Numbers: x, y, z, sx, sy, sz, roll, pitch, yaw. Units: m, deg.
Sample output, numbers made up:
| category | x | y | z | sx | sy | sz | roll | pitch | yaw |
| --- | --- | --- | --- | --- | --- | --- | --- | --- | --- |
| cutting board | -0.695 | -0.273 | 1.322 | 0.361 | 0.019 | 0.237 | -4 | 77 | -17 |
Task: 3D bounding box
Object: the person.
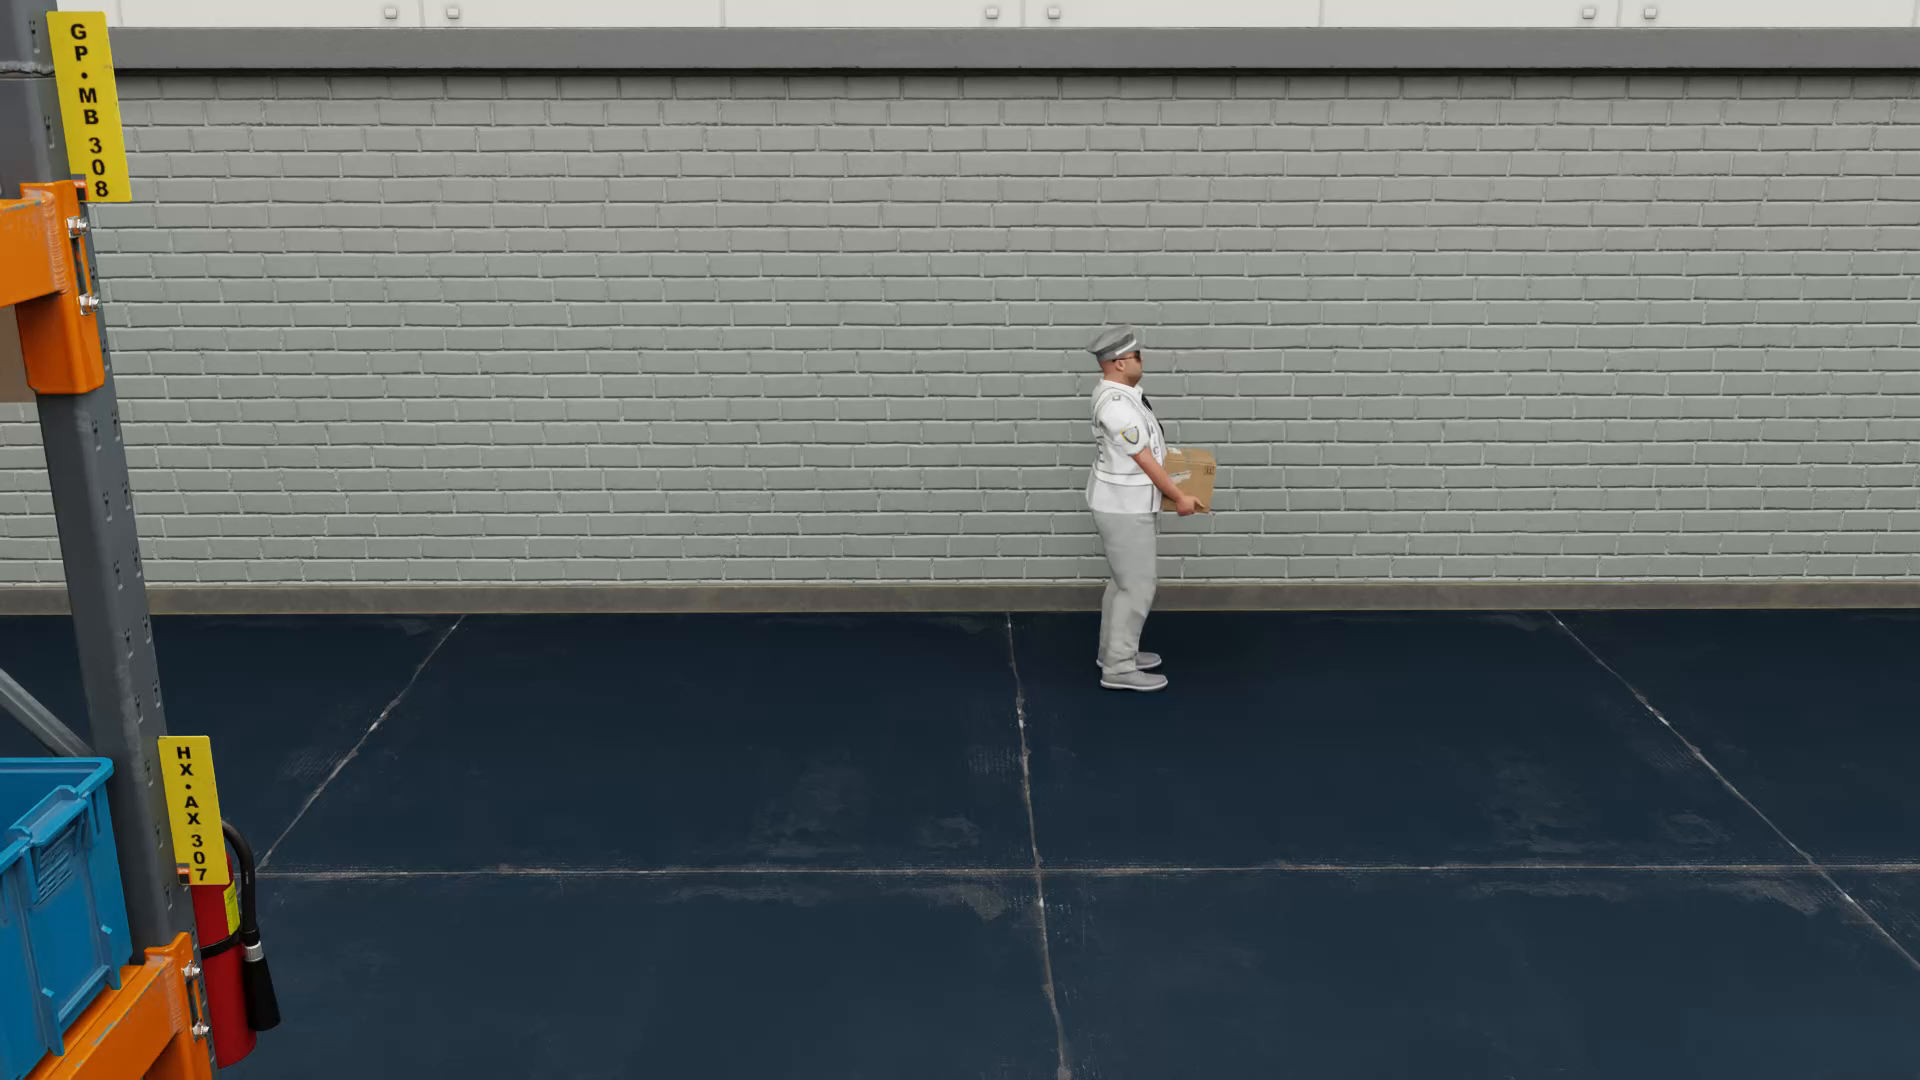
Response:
| category | x | y | z | sx | sy | sz | roll | pitch | yaw |
| --- | --- | --- | --- | --- | --- | --- | --- | --- | --- |
| person | 0.881 | -0.171 | 8.056 | 0.566 | 1.768 | 0.493 | 0 | 17 | -1 |
